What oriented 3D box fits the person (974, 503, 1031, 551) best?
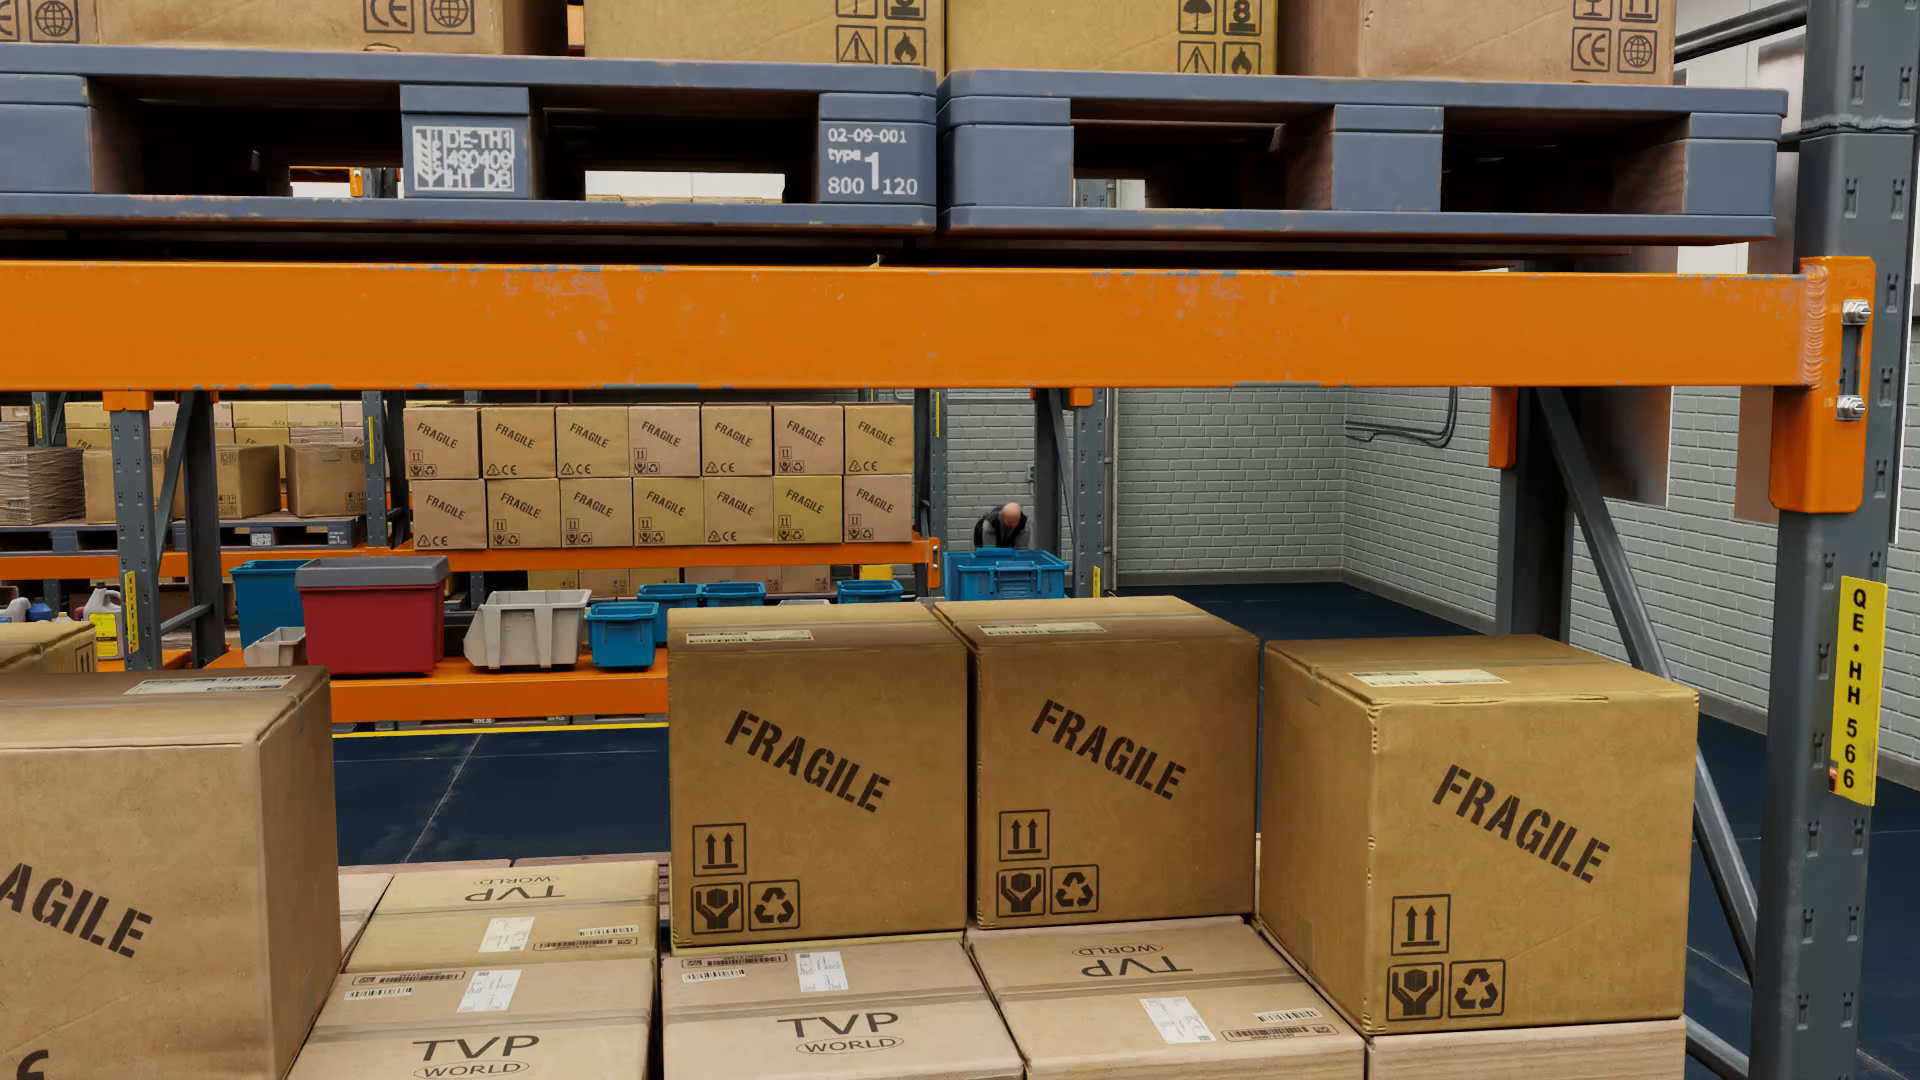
[{"bbox_3d":[0.409,0.267,15.790,0.474,1.308,0.894,-1,7,-11],"label":"person"}]
